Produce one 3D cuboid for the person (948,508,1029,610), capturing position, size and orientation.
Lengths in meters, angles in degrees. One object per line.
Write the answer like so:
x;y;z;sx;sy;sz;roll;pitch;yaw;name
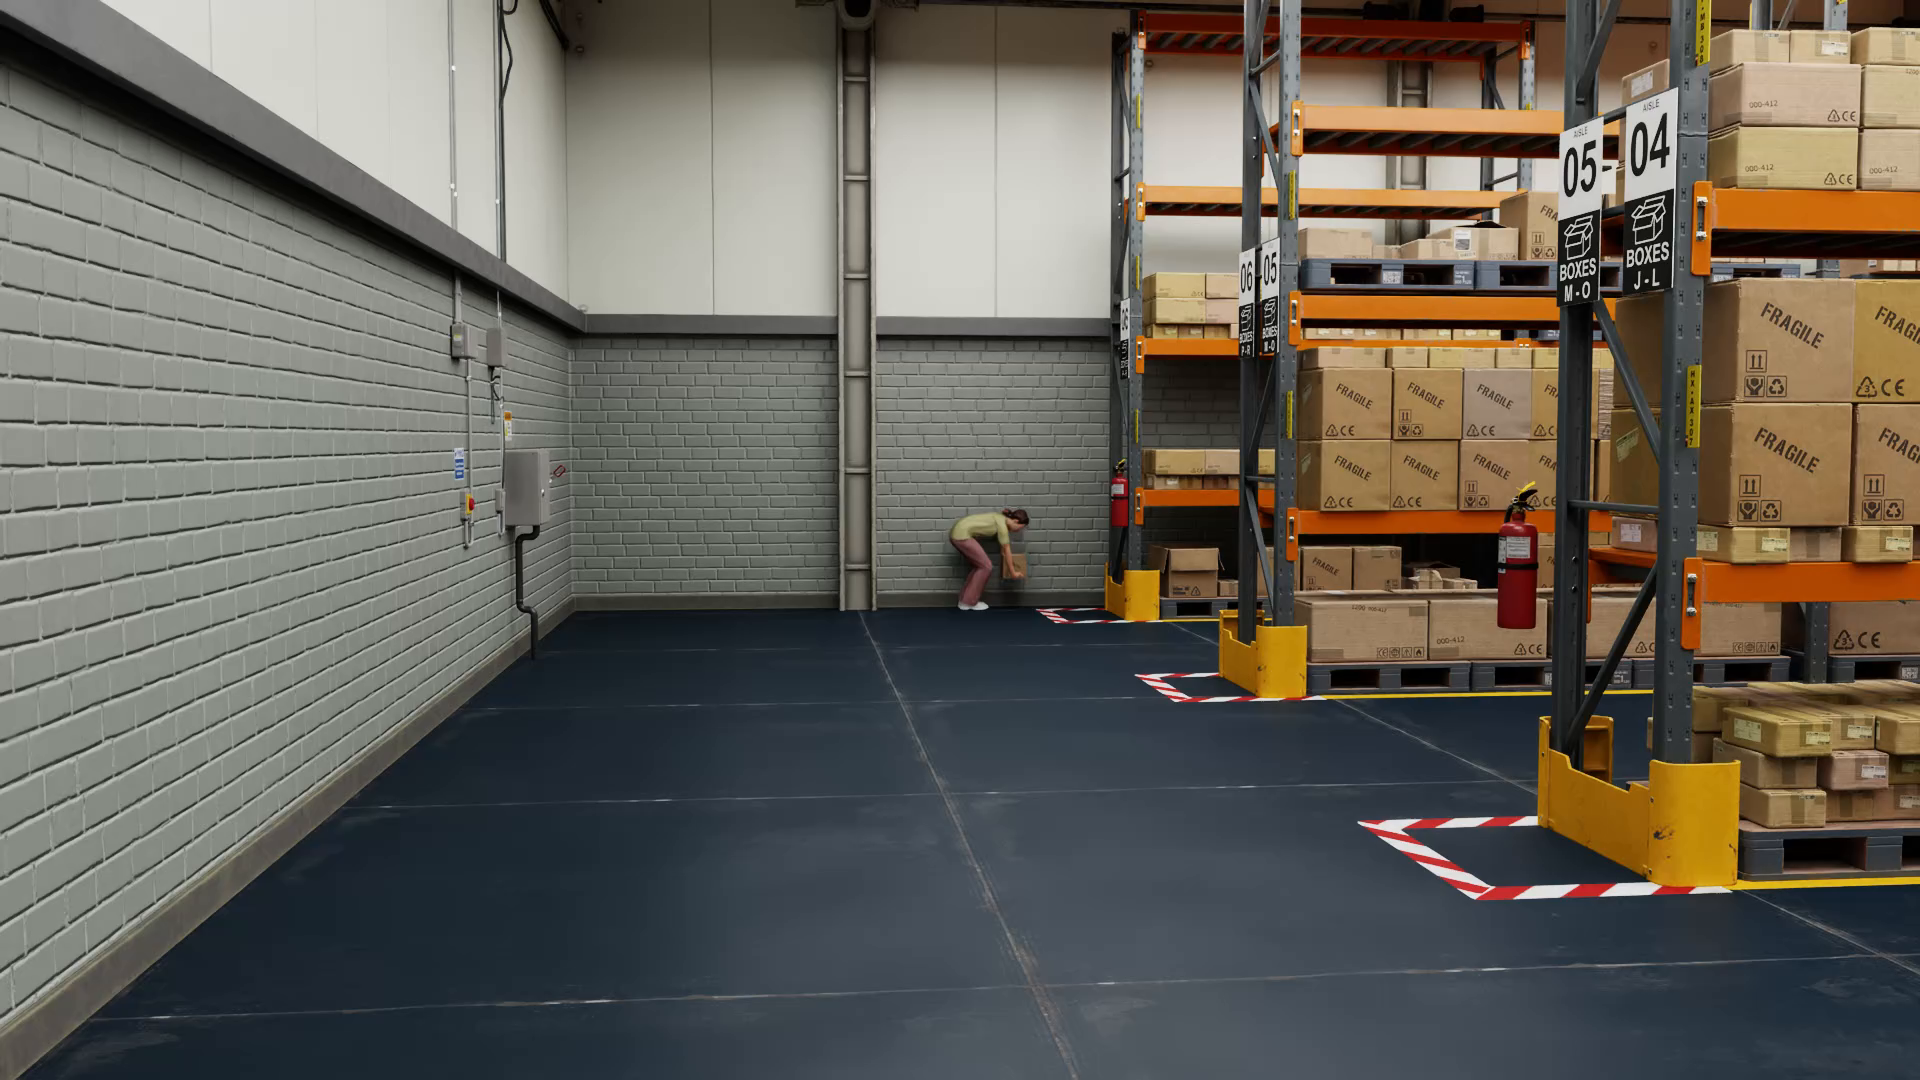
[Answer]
0.312;0.193;17.697;0.863;1.086;0.458;-1;4;-9;person
